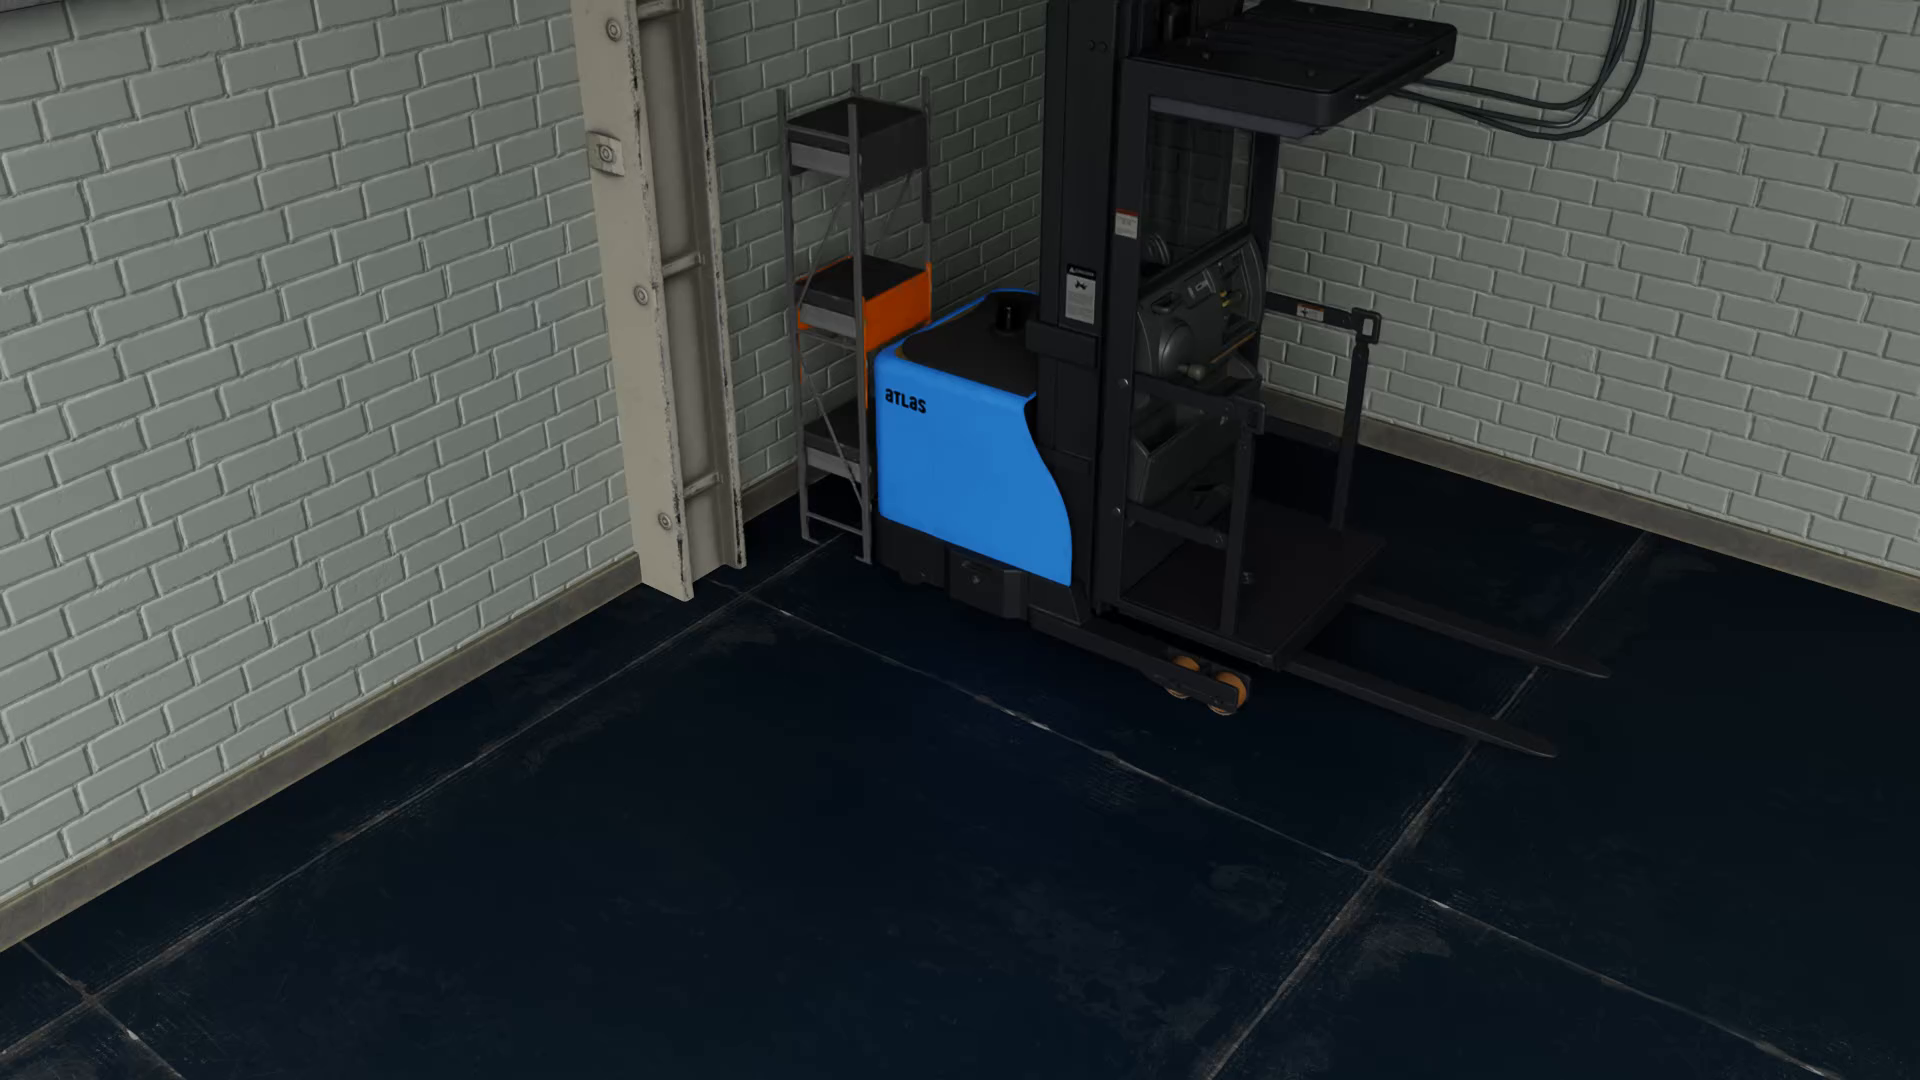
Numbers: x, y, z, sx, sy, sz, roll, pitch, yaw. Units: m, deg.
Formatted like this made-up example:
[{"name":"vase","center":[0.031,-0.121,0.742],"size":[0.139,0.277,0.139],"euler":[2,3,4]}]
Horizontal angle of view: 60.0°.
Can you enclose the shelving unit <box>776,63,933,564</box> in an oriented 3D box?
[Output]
[{"name":"shelving unit","center":[-0.431,-0.957,7.305],"size":[0.431,2.100,0.503],"euler":[20,36,30]}]

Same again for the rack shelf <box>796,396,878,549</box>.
[{"name":"rack shelf","center":[-0.431,-0.343,7.668],"size":[0.431,0.518,0.480],"euler":[20,36,30]}]

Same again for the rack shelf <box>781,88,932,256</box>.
[{"name":"rack shelf","center":[-0.431,-1.547,6.955],"size":[0.431,0.518,0.480],"euler":[20,36,30]}]

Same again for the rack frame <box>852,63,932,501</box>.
[{"name":"rack frame","center":[-0.291,-1.058,7.476],"size":[0.400,2.100,0.015],"euler":[20,36,30]}]

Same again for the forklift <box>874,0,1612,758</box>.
[{"name":"forklift","center":[1.114,-0.876,6.354],"size":[3.031,2.935,1.130],"euler":[20,36,30]}]

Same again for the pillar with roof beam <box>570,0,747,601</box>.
[{"name":"pillar with roof beam","center":[2.225,-2.403,2.978],"size":[9.100,9.000,0.400],"euler":[21,37,31]}]

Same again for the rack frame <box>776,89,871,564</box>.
[{"name":"rack frame","center":[-0.571,-0.855,7.133],"size":[0.400,2.100,0.015],"euler":[20,36,30]}]

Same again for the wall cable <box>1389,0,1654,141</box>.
[{"name":"wall cable","center":[1.626,-3.182,7.339],"size":[3.097,2.526,0.112],"euler":[21,37,31]}]

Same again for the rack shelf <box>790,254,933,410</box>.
[{"name":"rack shelf","center":[-0.431,-0.945,7.311],"size":[0.431,0.518,0.480],"euler":[20,36,30]}]
